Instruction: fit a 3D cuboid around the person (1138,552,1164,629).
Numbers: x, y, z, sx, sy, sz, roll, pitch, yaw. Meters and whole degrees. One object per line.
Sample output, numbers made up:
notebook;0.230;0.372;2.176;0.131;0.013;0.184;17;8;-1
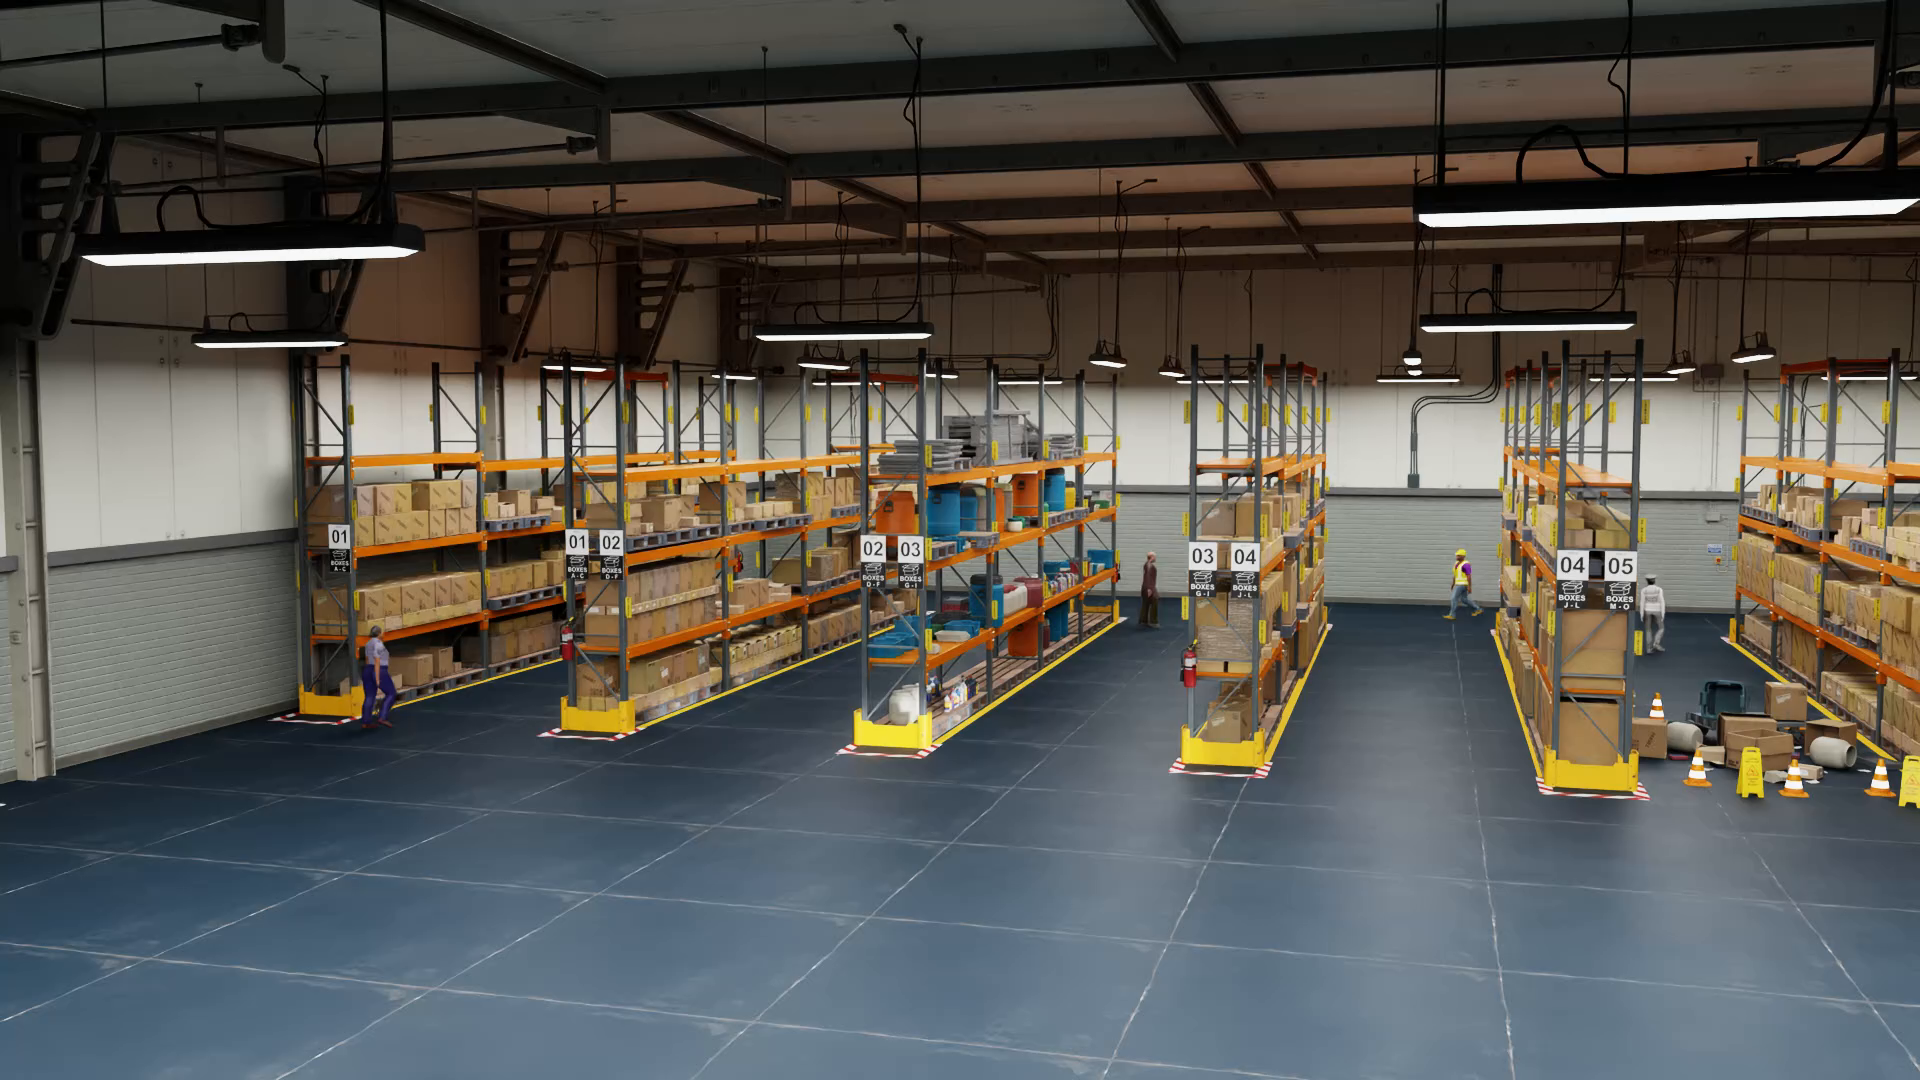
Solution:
person;4.493;1.245;39.217;0.588;1.709;0.644;0;4;-5

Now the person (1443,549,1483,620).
person;12.306;1.085;40.685;0.995;1.733;0.547;0;4;4

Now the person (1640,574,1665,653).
person;14.525;1.553;34.859;0.532;1.674;0.489;2;5;28

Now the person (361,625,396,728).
person;-9.355;2.195;26.583;0.512;1.654;0.523;2;5;27
